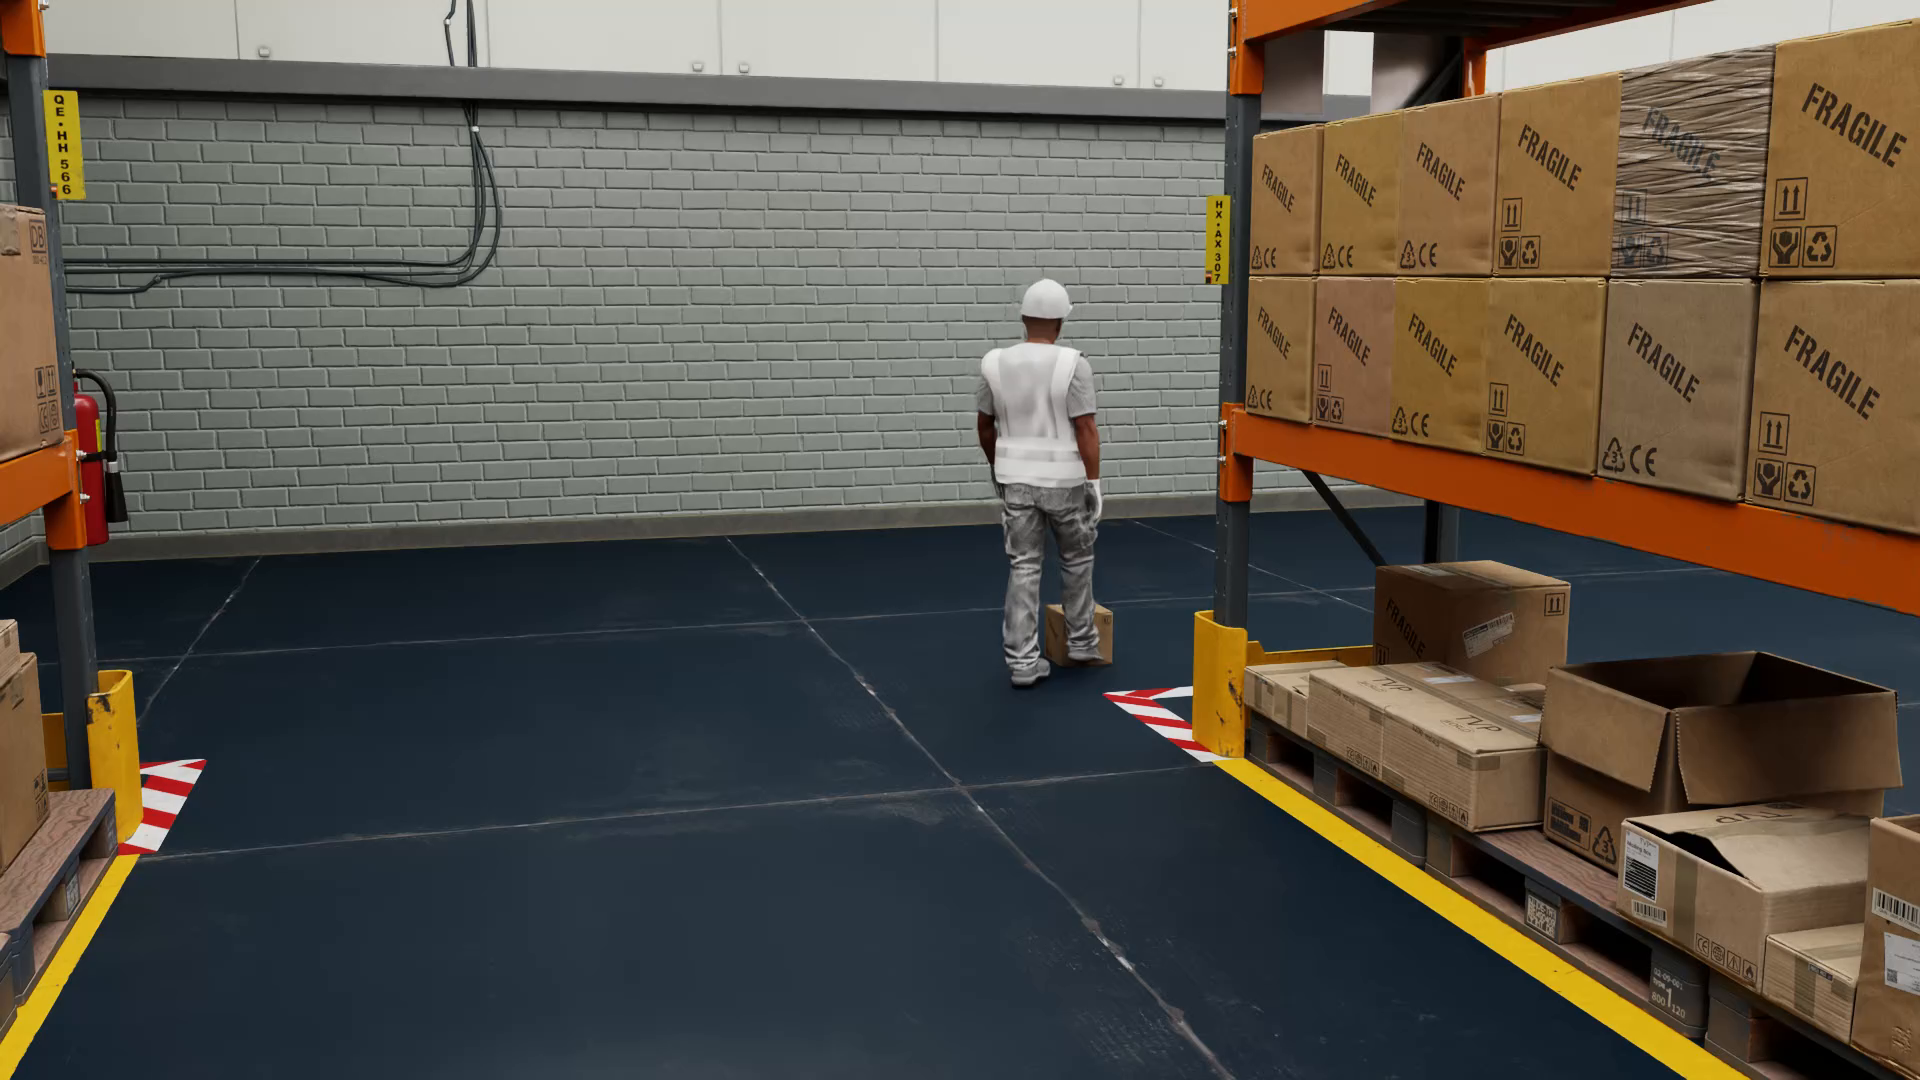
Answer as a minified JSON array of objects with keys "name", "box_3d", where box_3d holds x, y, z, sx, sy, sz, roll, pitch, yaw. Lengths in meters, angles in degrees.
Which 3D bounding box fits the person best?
[{"name":"person","box_3d":[0.411,-0.279,7.490,0.621,1.773,0.737,3,10,19]}]
